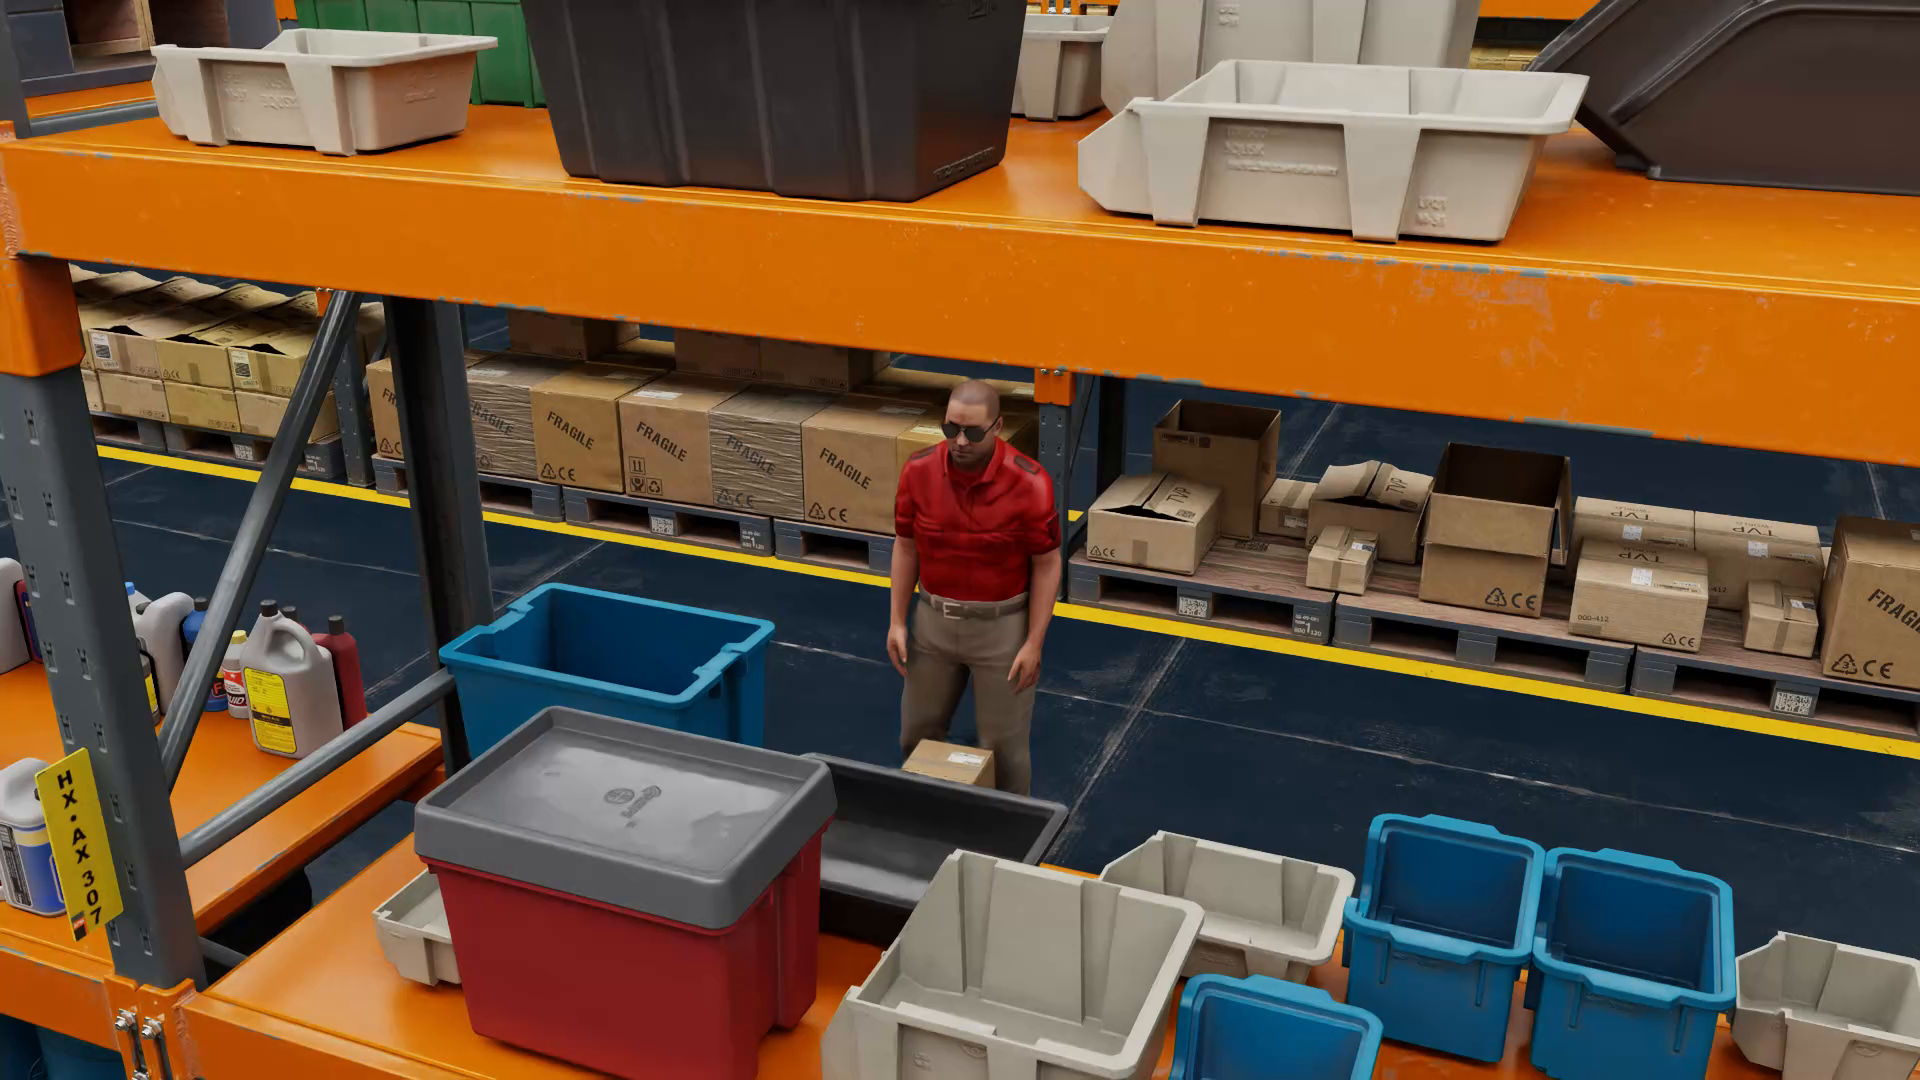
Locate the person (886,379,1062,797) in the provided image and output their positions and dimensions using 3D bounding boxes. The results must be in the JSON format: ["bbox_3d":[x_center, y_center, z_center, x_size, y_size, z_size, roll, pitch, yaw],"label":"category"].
[{"bbox_3d":[0.033,0.310,5.344,0.566,1.729,0.396,8,23,19],"label":"person"}]
